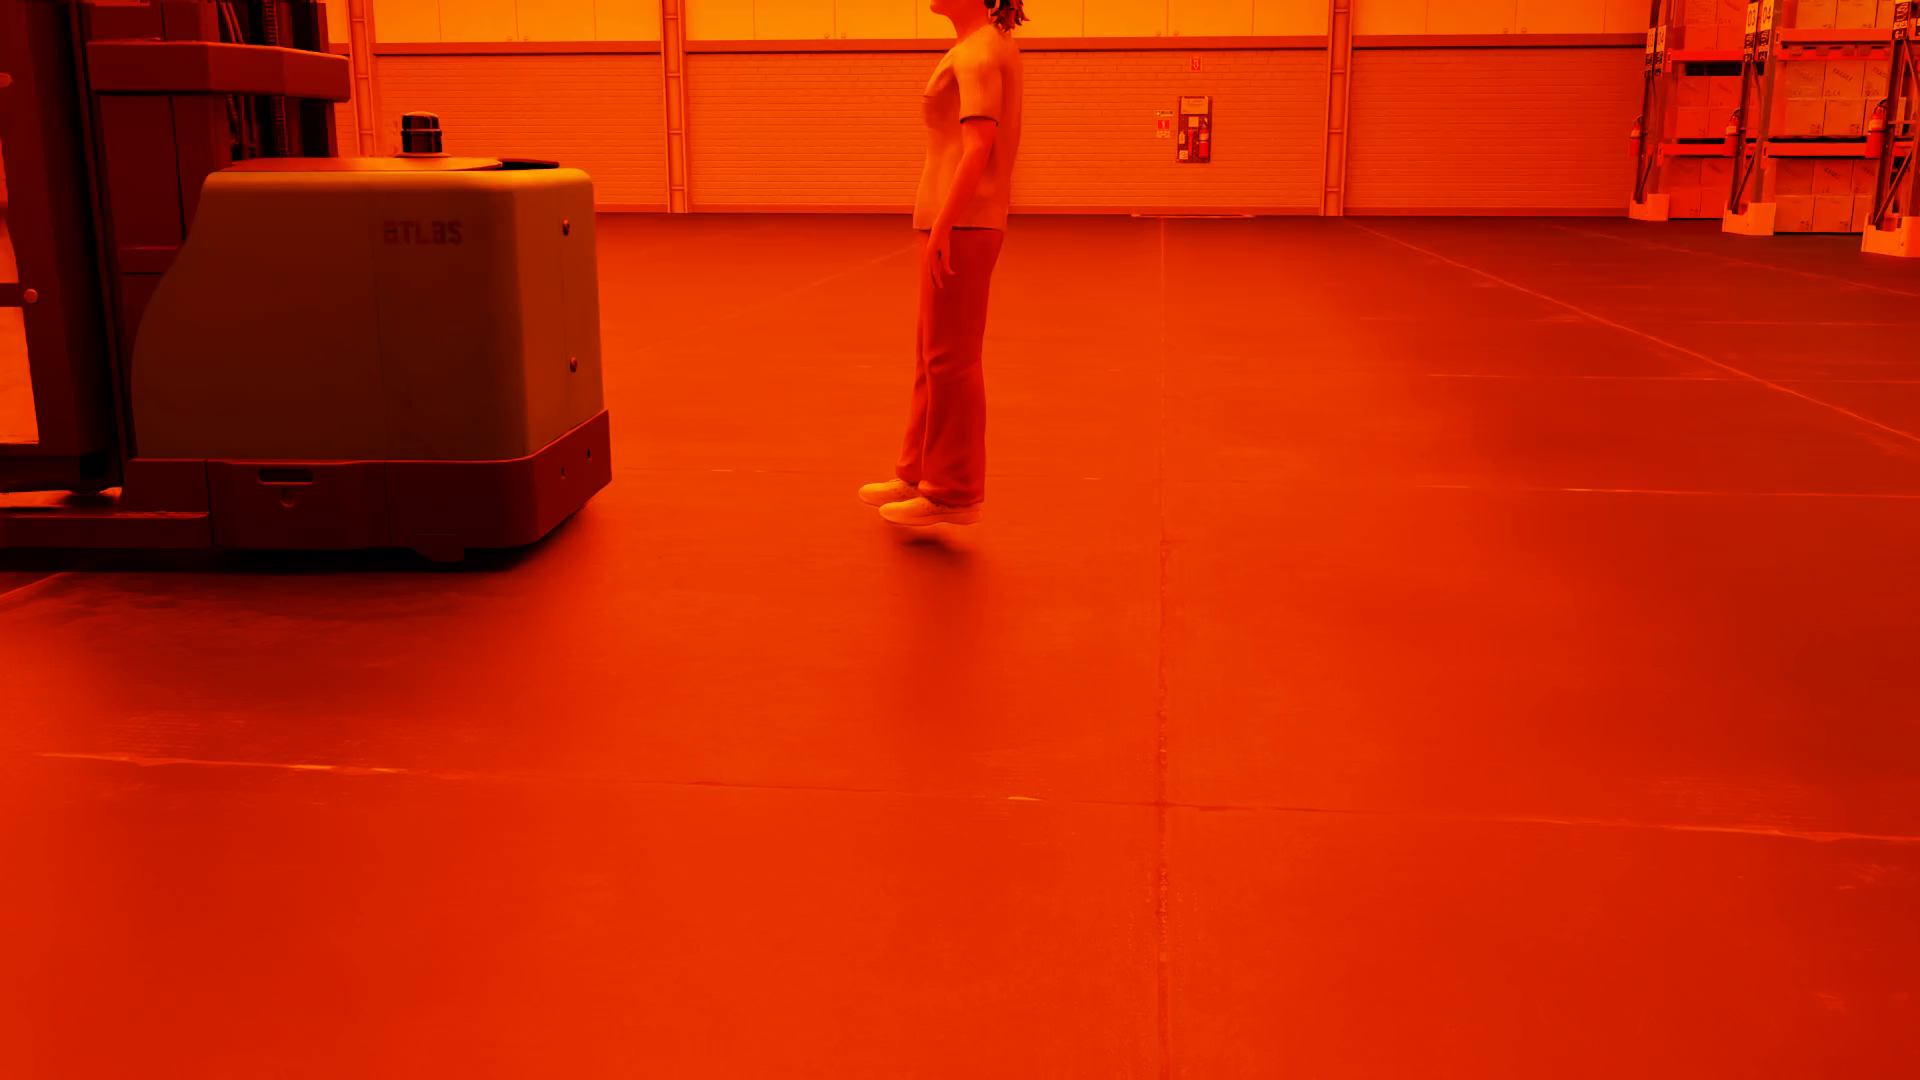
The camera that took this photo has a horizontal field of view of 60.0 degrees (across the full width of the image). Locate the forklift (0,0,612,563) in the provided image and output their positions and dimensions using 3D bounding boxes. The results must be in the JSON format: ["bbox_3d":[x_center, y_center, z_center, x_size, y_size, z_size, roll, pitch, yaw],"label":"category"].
[{"bbox_3d":[-2.671,-1.464,4.772,3.031,2.935,1.130,0,13,2],"label":"forklift"}]

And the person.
[{"bbox_3d":[-0.072,-0.867,4.765,0.547,1.673,0.553,2,13,7],"label":"person"}]
